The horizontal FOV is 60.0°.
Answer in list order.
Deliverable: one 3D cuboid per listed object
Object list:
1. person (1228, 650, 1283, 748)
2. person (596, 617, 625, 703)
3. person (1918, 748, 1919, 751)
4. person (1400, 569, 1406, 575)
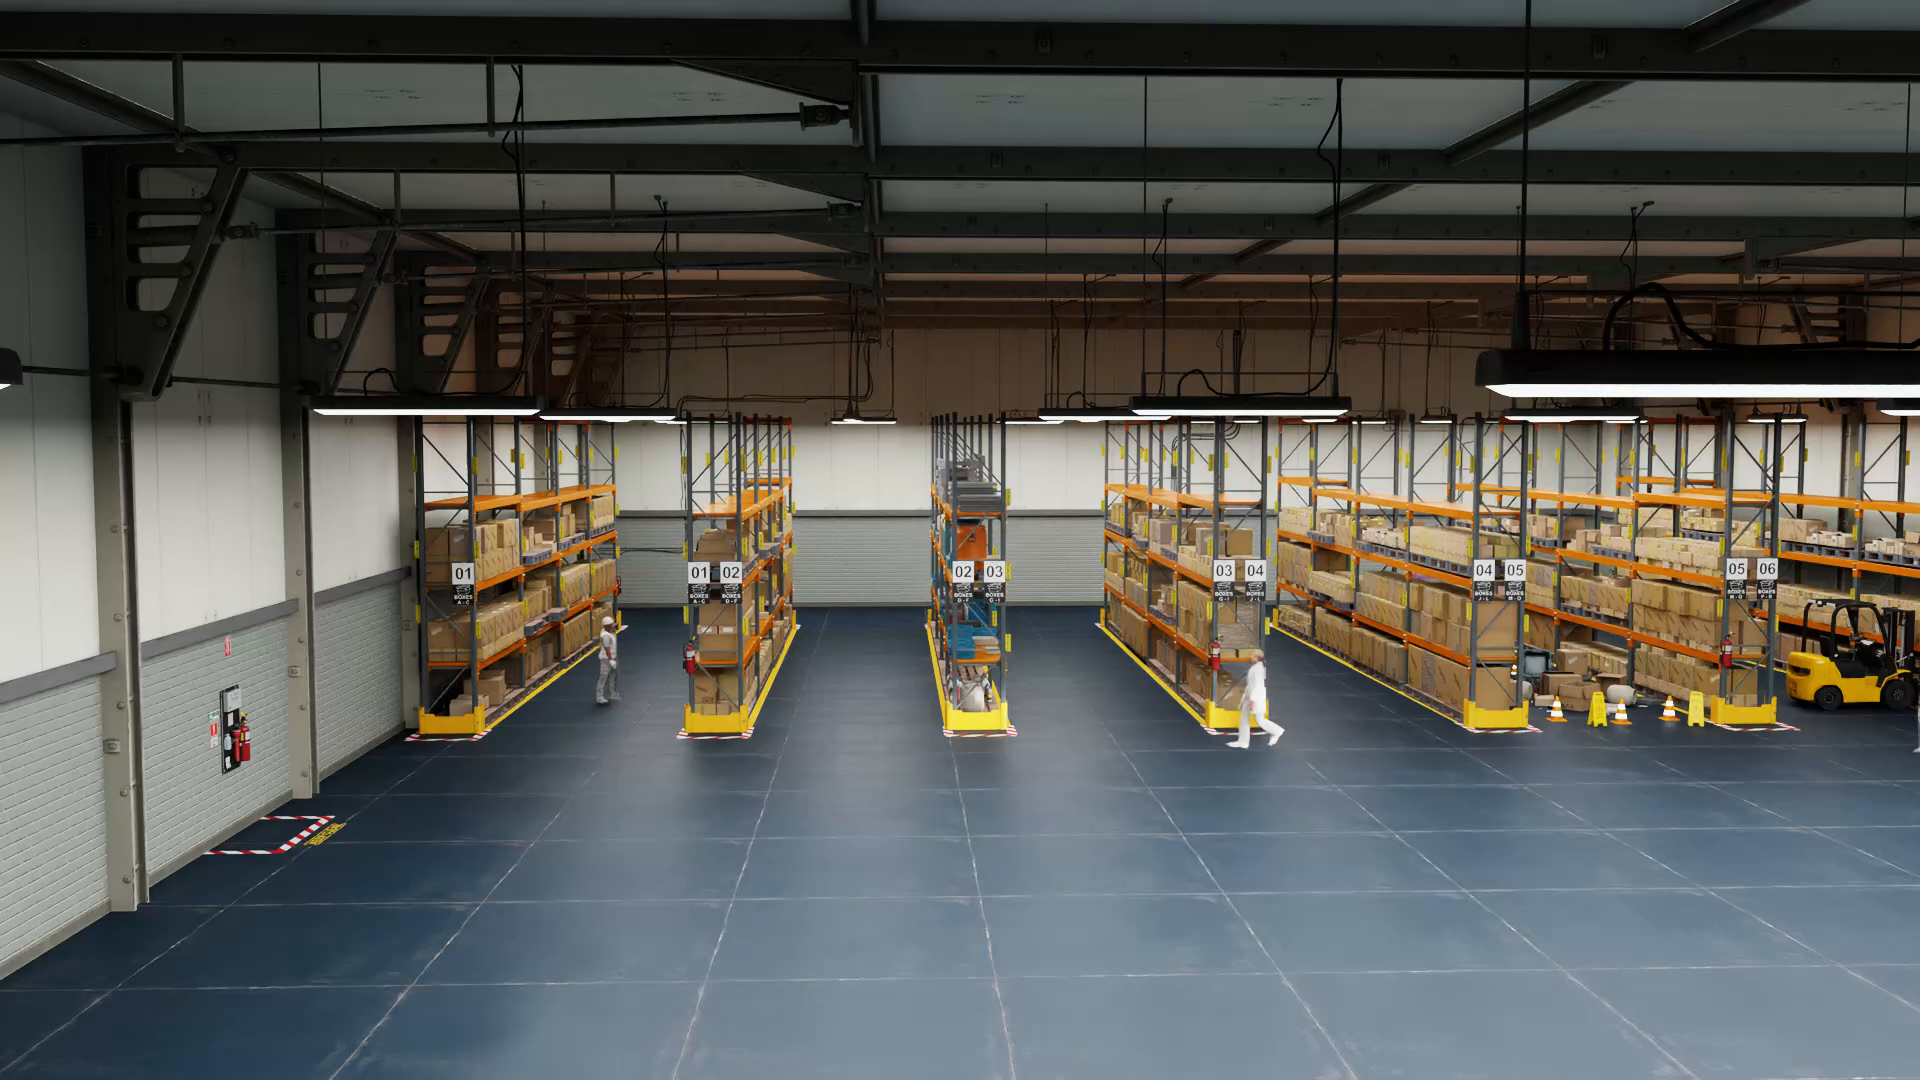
[{"bbox_3d":[5.292,2.828,29.626,0.949,1.756,0.538,-2,4,-25],"label":"person"},{"bbox_3d":[-7.295,2.495,34.590,0.489,1.824,0.663,0,4,4],"label":"person"},{"bbox_3d":[17.132,2.845,29.208,0.493,1.770,0.578,-2,4,-27],"label":"person"},{"bbox_3d":[13.142,1.493,49.114,0.566,1.753,0.570,0,4,-6],"label":"person"}]
